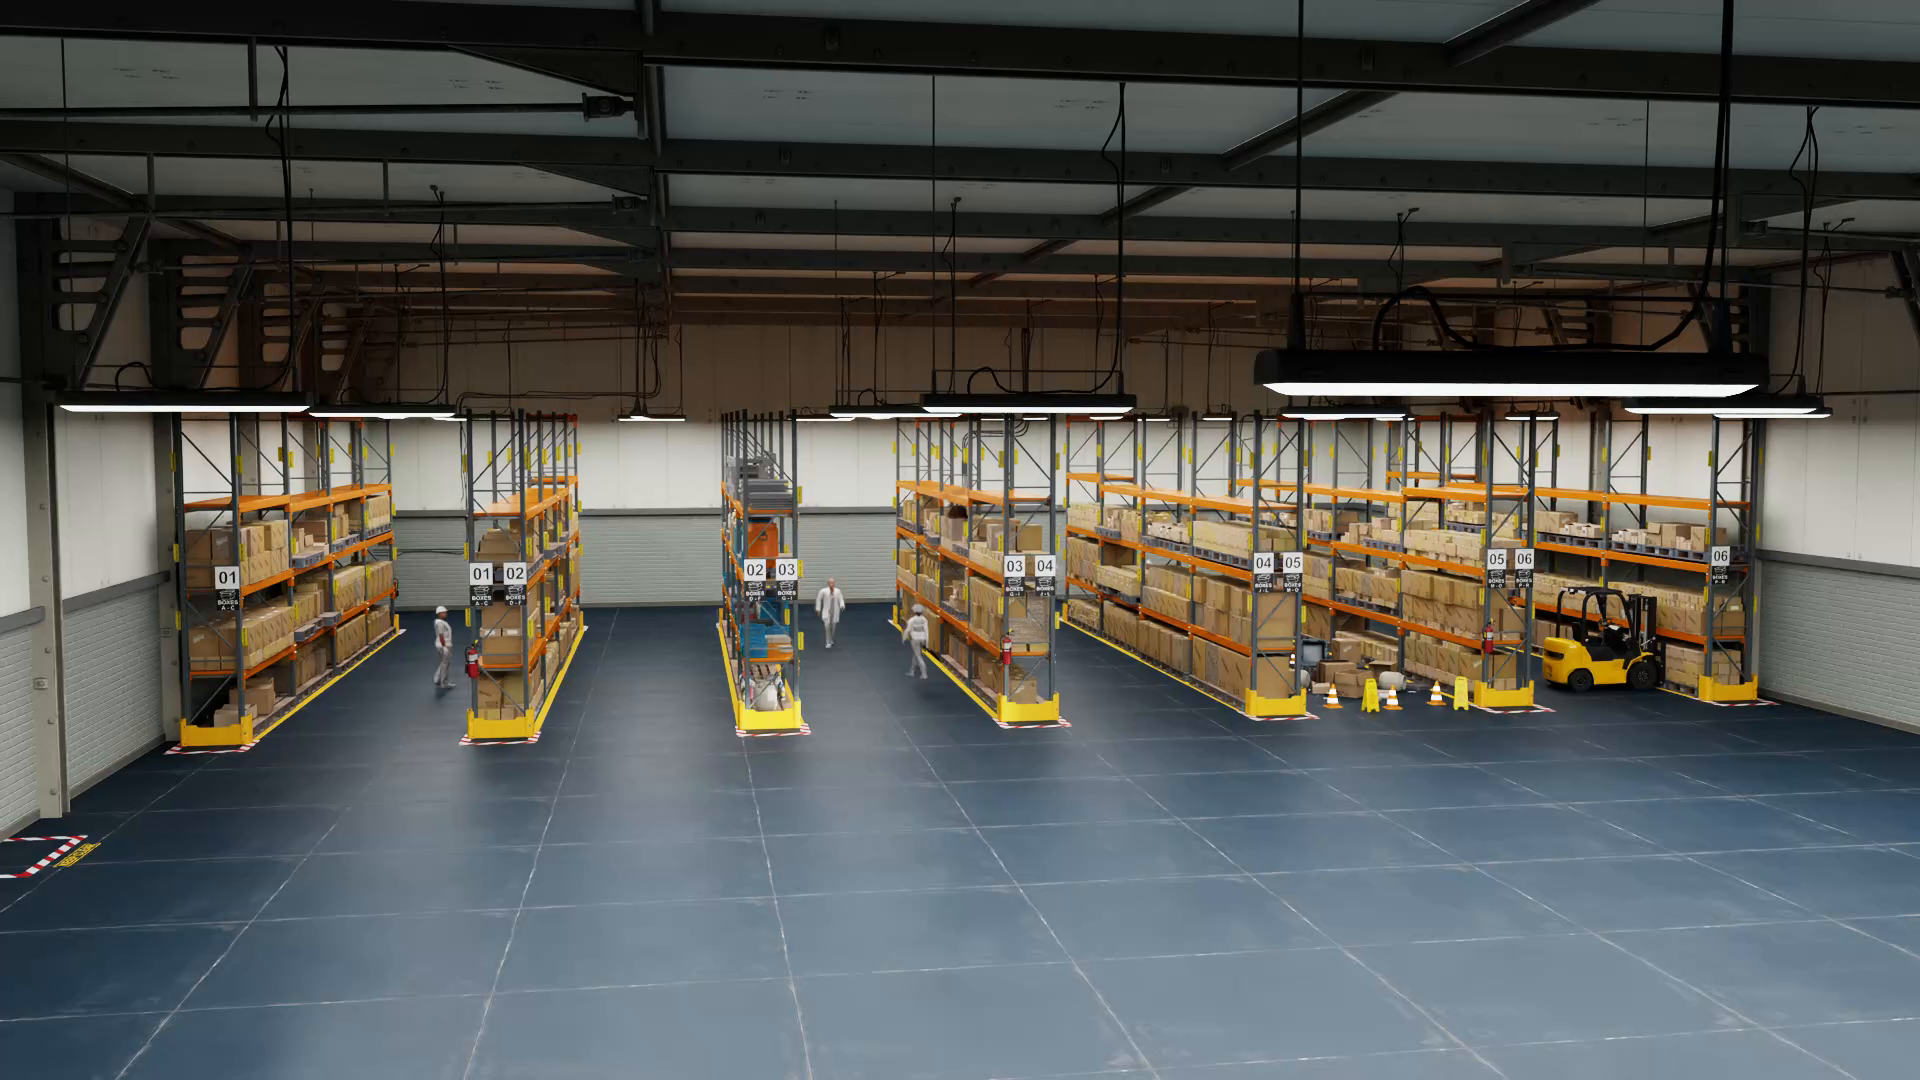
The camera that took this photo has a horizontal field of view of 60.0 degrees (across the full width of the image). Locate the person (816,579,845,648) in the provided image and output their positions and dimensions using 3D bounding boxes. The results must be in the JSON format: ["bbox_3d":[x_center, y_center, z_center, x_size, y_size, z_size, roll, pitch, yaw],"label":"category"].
[{"bbox_3d":[-3.345,1.905,42.878,0.709,1.815,0.917,-1,4,-11],"label":"person"}]

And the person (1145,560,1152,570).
[{"bbox_3d":[5.405,1.462,48.326,0.608,1.778,0.569,-1,4,-11],"label":"person"}]

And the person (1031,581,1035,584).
[{"bbox_3d":[2.421,1.310,51.520,0.473,1.669,0.462,-1,4,-20],"label":"person"}]

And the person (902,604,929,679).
[{"bbox_3d":[-1.008,2.205,36.516,0.858,1.648,0.473,4,6,44],"label":"person"}]

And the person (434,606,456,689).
[{"bbox_3d":[-11.154,2.316,35.992,0.451,1.787,0.574,-3,5,-35],"label":"person"}]
